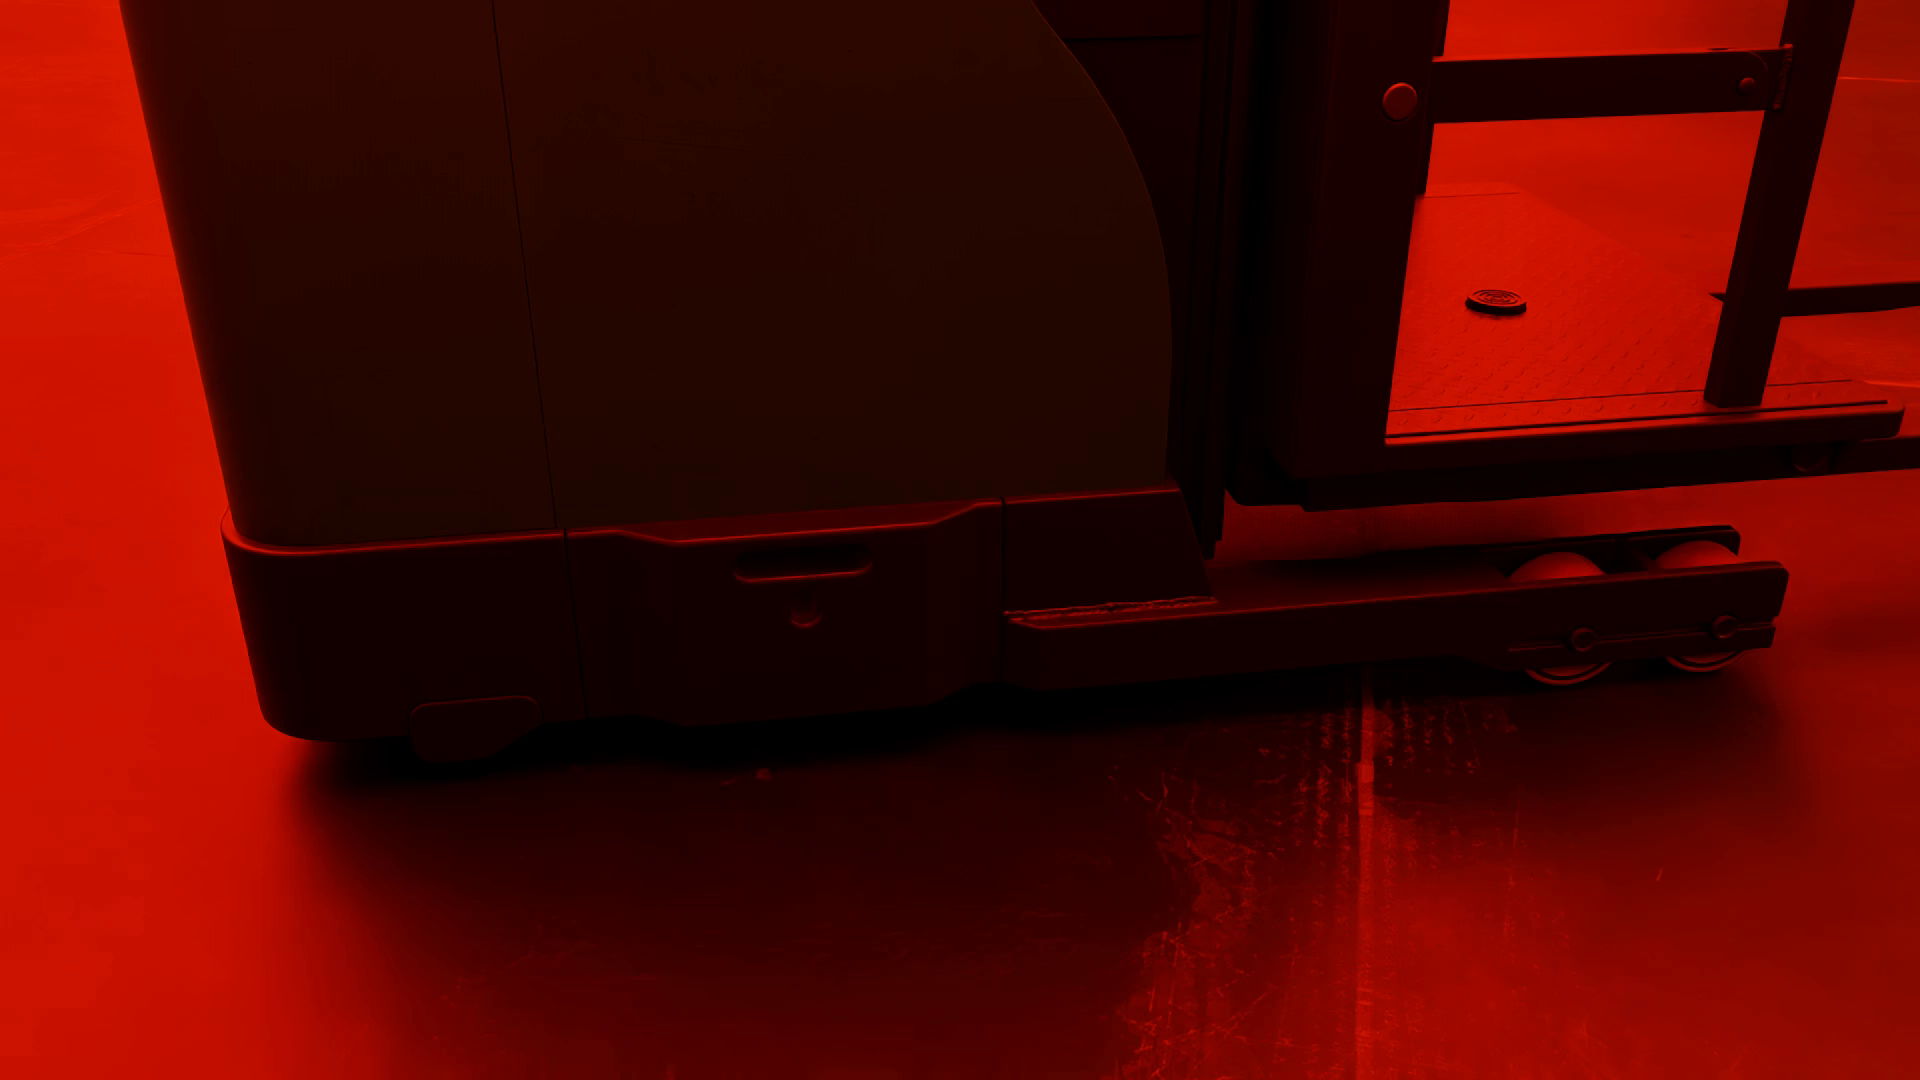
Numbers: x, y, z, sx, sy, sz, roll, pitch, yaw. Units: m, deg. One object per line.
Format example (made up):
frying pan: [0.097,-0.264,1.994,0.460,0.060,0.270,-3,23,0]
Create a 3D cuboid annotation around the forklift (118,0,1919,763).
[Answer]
forklift: [0.600,-1.354,1.930,3.031,2.935,1.130,-4,27,-9]
